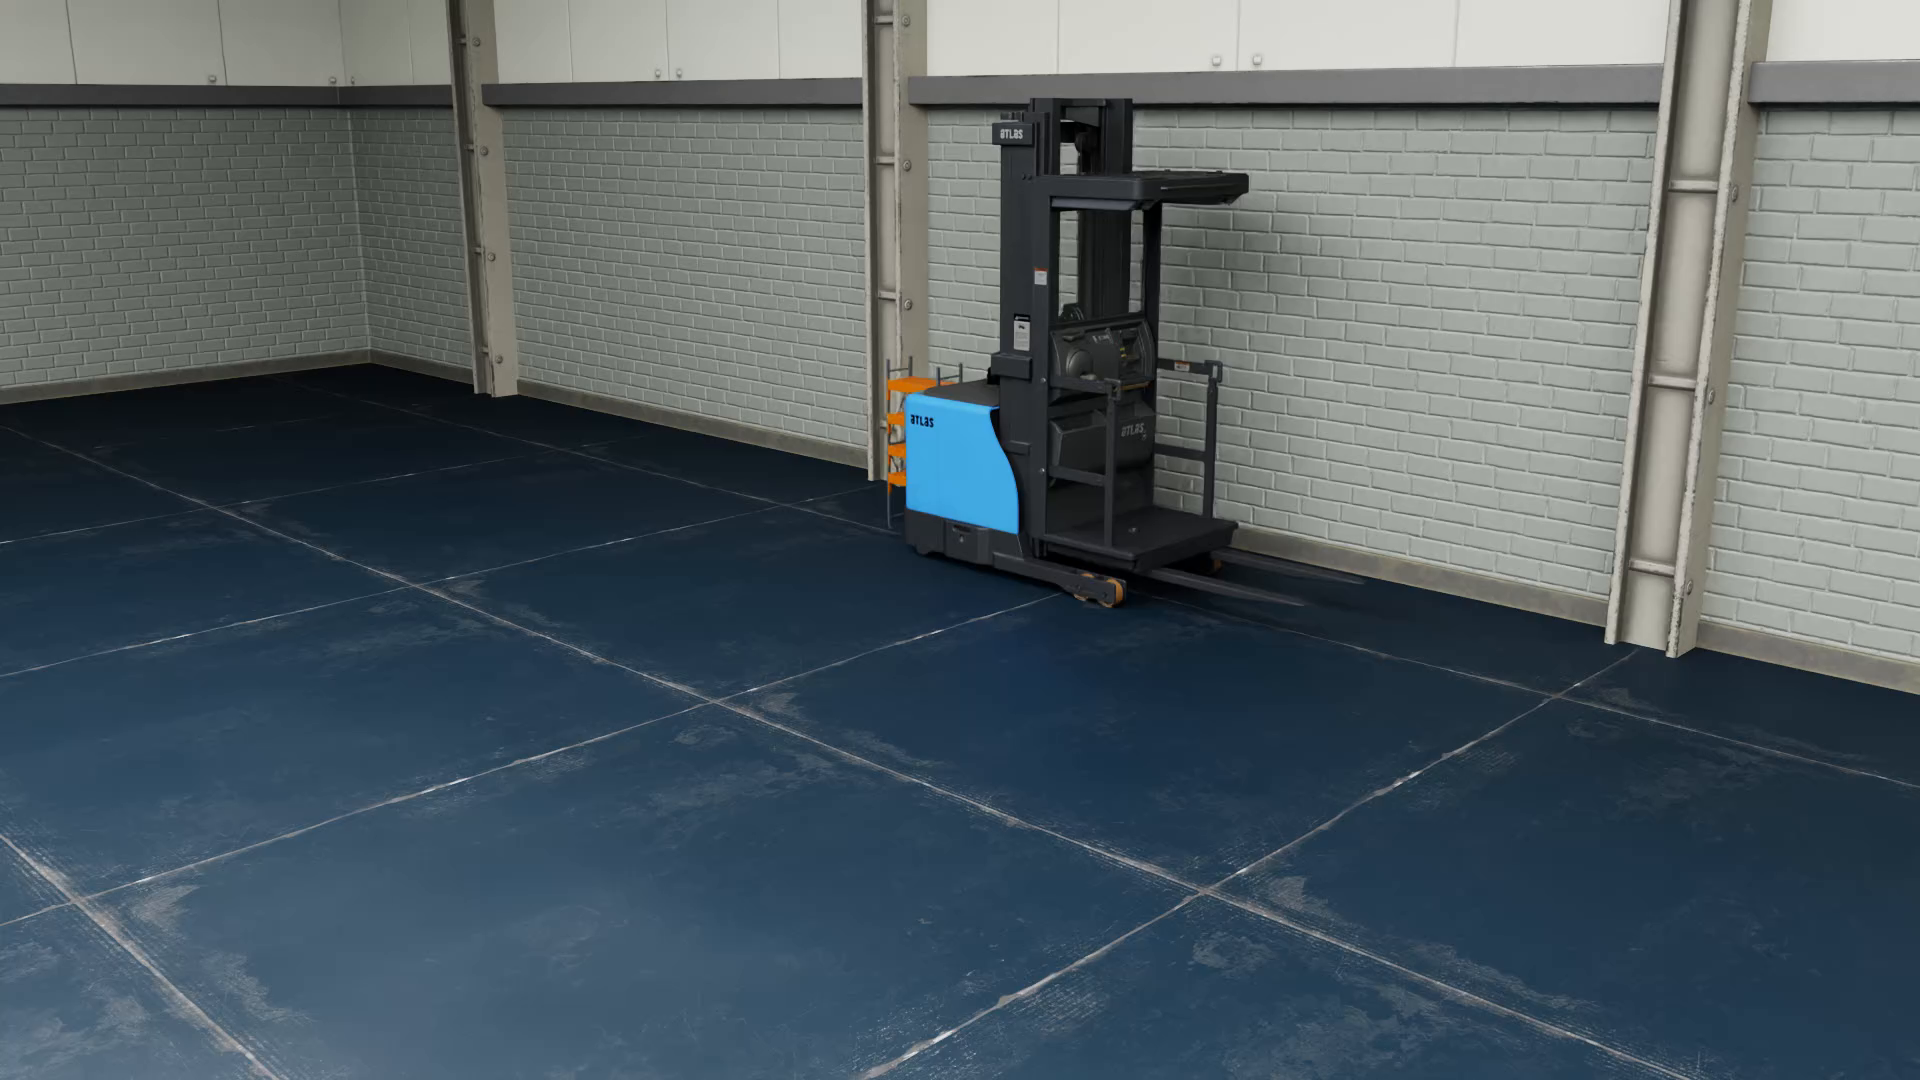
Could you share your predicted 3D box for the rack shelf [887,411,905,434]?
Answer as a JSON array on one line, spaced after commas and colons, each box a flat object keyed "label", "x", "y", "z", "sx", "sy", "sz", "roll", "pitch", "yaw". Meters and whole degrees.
[{"label": "rack shelf", "x": -0.245, "y": -0.792, "z": 11.470, "sx": 0.480, "sy": 0.148, "sz": 0.258, "roll": 14, "pitch": 20, "yaw": 42}]

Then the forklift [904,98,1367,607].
[{"label": "forklift", "x": 1.035, "y": -1.166, "z": 10.095, "sx": 3.031, "sy": 2.935, "sz": 1.130, "roll": 14, "pitch": 20, "yaw": 42}]

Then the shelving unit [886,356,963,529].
[{"label": "shelving unit", "x": -0.245, "y": -0.640, "z": 11.510, "sx": 0.503, "sy": 1.200, "sz": 0.258, "roll": 14, "pitch": 20, "yaw": 42}]

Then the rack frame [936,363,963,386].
[{"label": "rack frame", "x": -0.070, "y": -0.598, "z": 11.346, "sx": 0.015, "sy": 1.200, "sz": 0.240, "roll": 14, "pitch": 20, "yaw": 42}]

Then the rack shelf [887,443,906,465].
[{"label": "rack shelf", "x": -0.245, "y": -0.575, "z": 11.527, "sx": 0.480, "sy": 0.148, "sz": 0.258, "roll": 14, "pitch": 20, "yaw": 42}]

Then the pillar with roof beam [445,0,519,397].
[{"label": "pillar with roof beam", "x": -7.797, "y": -5.098, "z": 13.149, "sx": 0.400, "sy": 9.000, "sz": 9.100, "roll": 14, "pitch": 20, "yaw": 42}]

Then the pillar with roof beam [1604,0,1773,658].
[{"label": "pillar with roof beam", "x": 0.842, "y": -2.997, "z": 5.089, "sx": 0.400, "sy": 9.000, "sz": 9.100, "roll": 14, "pitch": 20, "yaw": 42}]

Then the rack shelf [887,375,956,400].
[{"label": "rack shelf", "x": -0.245, "y": -1.021, "z": 11.411, "sx": 0.480, "sy": 0.148, "sz": 0.258, "roll": 14, "pitch": 20, "yaw": 42}]

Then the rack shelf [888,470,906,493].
[{"label": "rack shelf", "x": -0.245, "y": -0.383, "z": 11.577, "sx": 0.480, "sy": 0.148, "sz": 0.258, "roll": 14, "pitch": 20, "yaw": 42}]

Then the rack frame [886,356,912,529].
[{"label": "rack frame", "x": -0.421, "y": -0.683, "z": 11.674, "sx": 0.015, "sy": 1.200, "sz": 0.240, "roll": 14, "pitch": 20, "yaw": 42}]

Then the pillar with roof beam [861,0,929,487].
[{"label": "pillar with roof beam", "x": -3.478, "y": -4.048, "z": 9.119, "sx": 0.400, "sy": 9.000, "sz": 9.100, "roll": 14, "pitch": 20, "yaw": 42}]
